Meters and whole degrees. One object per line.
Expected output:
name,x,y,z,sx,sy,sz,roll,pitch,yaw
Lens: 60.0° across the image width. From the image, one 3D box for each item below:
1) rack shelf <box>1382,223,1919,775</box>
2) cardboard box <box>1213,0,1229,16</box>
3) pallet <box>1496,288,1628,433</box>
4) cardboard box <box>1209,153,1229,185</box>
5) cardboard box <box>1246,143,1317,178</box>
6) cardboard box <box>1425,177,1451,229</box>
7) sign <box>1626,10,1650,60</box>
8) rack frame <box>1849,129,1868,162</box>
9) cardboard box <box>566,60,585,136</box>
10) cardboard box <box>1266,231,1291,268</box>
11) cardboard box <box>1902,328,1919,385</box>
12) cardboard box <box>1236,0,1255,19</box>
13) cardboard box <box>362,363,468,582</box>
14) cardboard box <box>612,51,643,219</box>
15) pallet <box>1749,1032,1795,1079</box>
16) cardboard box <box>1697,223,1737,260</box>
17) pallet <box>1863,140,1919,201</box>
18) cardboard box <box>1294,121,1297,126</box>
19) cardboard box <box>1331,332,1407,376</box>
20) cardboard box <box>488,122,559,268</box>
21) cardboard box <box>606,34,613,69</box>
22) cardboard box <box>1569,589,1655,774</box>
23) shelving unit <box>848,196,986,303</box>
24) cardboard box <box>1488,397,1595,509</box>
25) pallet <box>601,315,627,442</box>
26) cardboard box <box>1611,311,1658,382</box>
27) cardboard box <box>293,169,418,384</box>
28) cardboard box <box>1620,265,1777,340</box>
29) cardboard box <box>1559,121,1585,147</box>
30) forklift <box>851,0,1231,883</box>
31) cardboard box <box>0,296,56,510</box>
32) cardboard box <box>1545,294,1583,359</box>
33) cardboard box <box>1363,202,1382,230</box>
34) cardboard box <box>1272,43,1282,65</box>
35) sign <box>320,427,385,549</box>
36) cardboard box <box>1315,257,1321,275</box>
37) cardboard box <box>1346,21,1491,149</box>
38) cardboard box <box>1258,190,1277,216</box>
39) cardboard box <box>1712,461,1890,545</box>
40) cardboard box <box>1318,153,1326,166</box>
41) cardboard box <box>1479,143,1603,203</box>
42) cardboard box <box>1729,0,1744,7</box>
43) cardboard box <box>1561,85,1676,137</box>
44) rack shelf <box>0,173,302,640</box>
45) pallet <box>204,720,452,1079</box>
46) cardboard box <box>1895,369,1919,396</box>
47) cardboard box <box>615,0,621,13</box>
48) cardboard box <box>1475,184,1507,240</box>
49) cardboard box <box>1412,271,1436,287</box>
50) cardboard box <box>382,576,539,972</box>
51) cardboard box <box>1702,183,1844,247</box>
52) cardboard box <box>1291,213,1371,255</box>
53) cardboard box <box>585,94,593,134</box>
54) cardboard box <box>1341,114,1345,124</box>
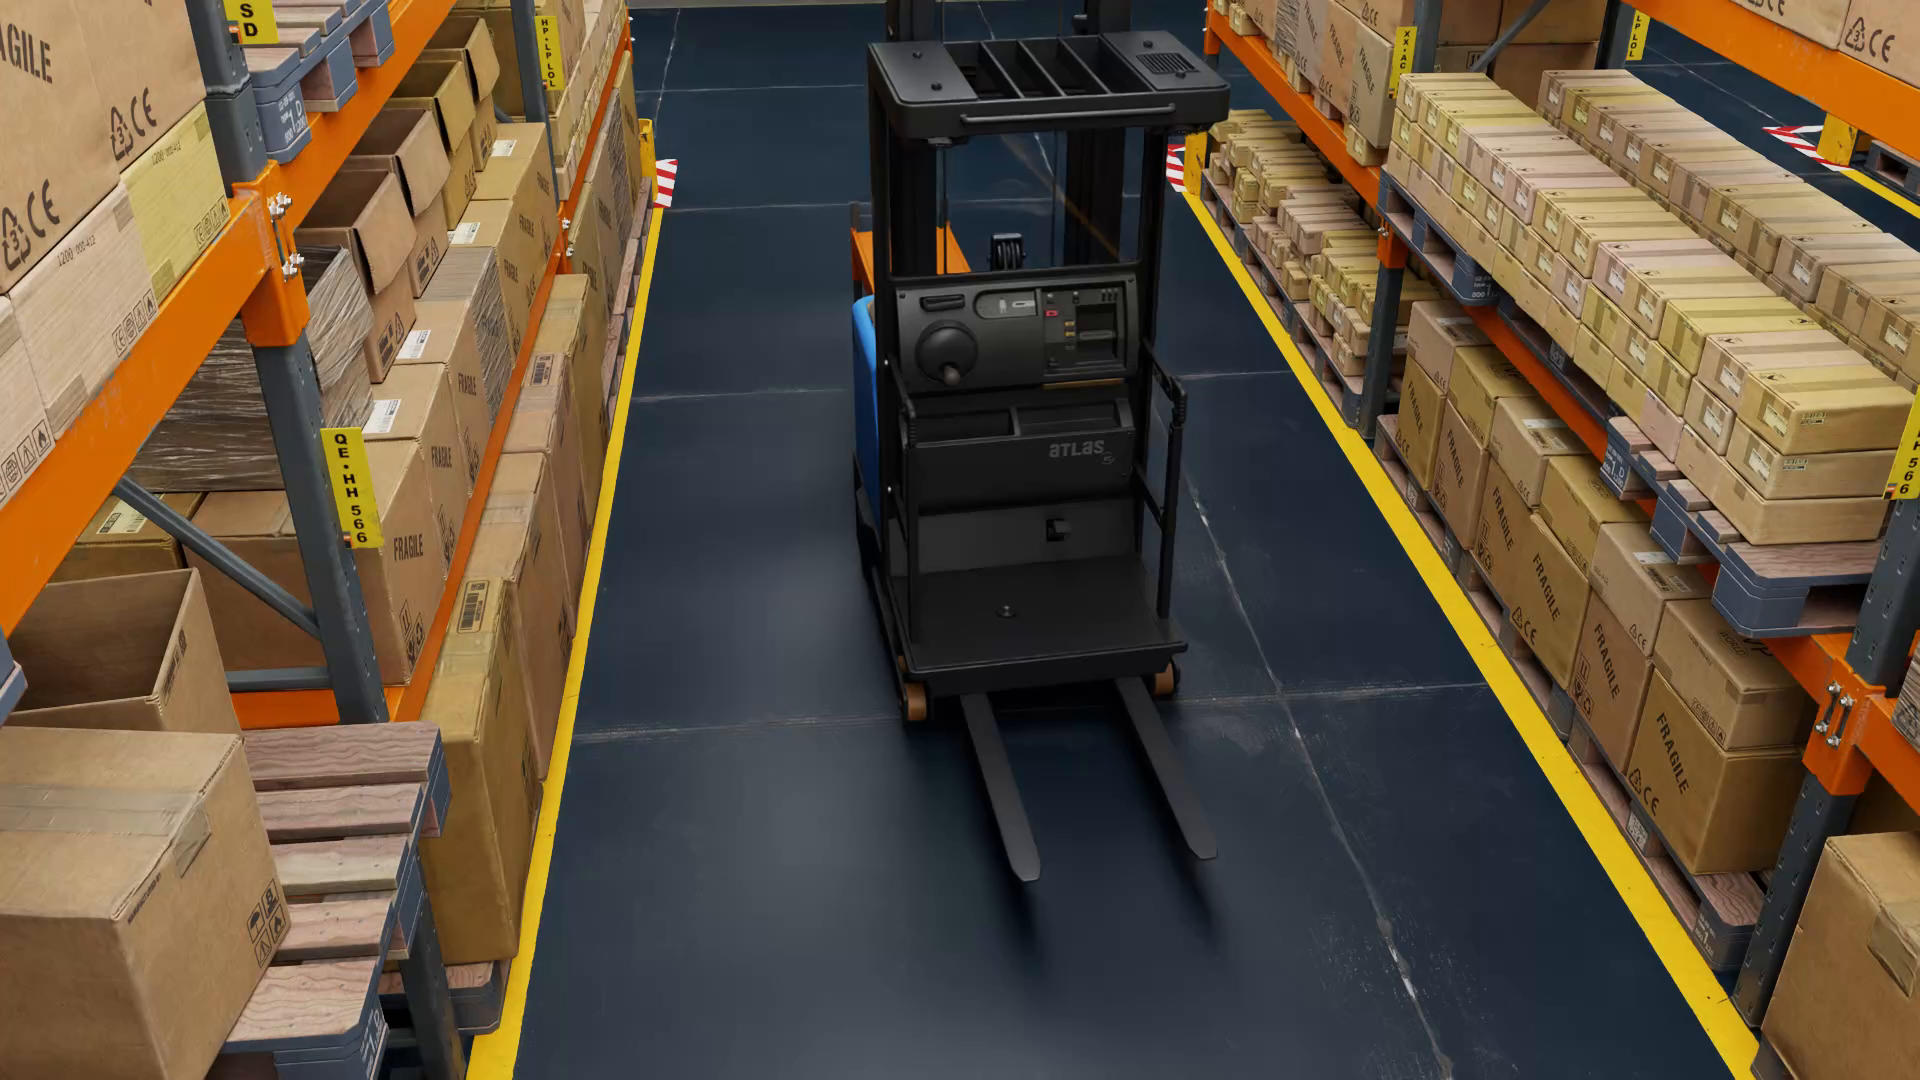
rack shelf,2.767,-0.526,6.407,1.077,0.370,4.000,-3,31,-5
cardboard box,1.911,-3.609,11.112,0.380,0.149,0.250,-3,31,-5
pallet,2.728,-0.740,6.251,1.003,0.211,1.213,-3,31,-5
cardboard box,1.937,-2.572,11.501,0.380,0.149,0.250,-2,31,-4
cardboard box,2.065,-2.434,10.689,0.380,0.149,0.250,-4,31,-7
cardboard box,2.211,-1.436,7.064,0.380,0.149,0.250,-3,31,-4
sign,3.133,-2.381,7.682,0.100,0.325,0.005,-3,31,-5
rack frame,7.126,-4.187,11.834,1.000,3.000,0.127,-3,31,-5
cardboard box,-2.192,-2.240,8.431,0.500,0.250,0.500,-3,31,-5
cardboard box,2.095,-1.782,10.179,0.380,0.149,0.250,-3,31,-5
cardboard box,3.076,-0.524,4.957,0.380,0.149,0.250,-4,31,-6
cardboard box,2.049,-3.554,10.388,0.500,0.500,0.500,-3,31,-4
cardboard box,-1.818,-0.195,5.054,0.500,0.500,0.500,-4,31,-6
cardboard box,-2.602,-2.657,10.936,0.875,0.875,0.875,-3,31,-5
pallet,2.953,1.790,4.548,1.003,0.211,1.213,-3,31,-5
cardboard box,2.958,-1.065,6.153,0.380,0.149,0.250,-2,31,-3
pallet,7.278,-2.585,11.872,1.003,0.211,1.213,-3,31,-5
cardboard box,2.509,-2.852,11.389,0.380,0.149,0.250,-2,31,-4
cardboard box,2.205,-0.996,8.863,0.380,0.149,0.250,-2,31,-4
cardboard box,-2.052,-1.487,7.217,0.500,0.500,0.500,-3,31,-4
cardboard box,-2.283,-2.917,9.953,0.380,0.149,0.250,-3,31,-6
cardboard box,2.588,0.491,6.032,0.500,0.500,0.500,-2,31,-3
shelving unit,-0.218,-0.993,8.315,0.538,1.125,1.048,-5,31,-9
cardboard box,2.482,-0.363,6.729,0.500,0.250,0.500,-2,31,-3
pallet,-2.360,-0.865,8.992,1.003,0.211,1.213,-3,31,-5
cardboard box,2.378,-0.642,5.445,0.380,0.149,0.250,-3,31,-4
cardboard box,-2.104,-0.808,5.102,0.797,0.503,0.637,-2,31,-3
cardboard box,2.378,-0.768,5.366,0.380,0.149,0.250,-2,31,-3
cardboard box,2.840,-1.728,7.263,0.380,0.149,0.250,-3,31,-4
forklift,0.263,-0.743,6.135,1.130,2.935,3.031,-5,31,-9
cardboard box,-1.601,-0.111,2.231,0.500,0.250,0.500,-2,31,-3
cardboard box,2.336,-0.771,5.951,0.380,0.149,0.250,-2,31,-3
cardboard box,2.618,-1.925,9.837,0.380,0.149,0.250,-4,31,-7
cardboard box,2.104,-2.948,10.006,0.380,0.149,0.250,-3,31,-6
sign,-1.454,-0.121,3.976,0.100,0.325,0.005,-3,31,-5
cardboard box,2.229,-1.492,9.403,0.380,0.149,0.250,-2,31,-4
cardboard box,2.254,-2.260,8.221,0.500,0.500,0.500,-3,31,-5
cardboard box,2.116,-2.172,10.542,0.380,0.149,0.250,-4,31,-7
cardboard box,2.451,-0.116,4.854,0.380,0.149,0.250,-2,31,-4
cardboard box,2.591,-2.461,11.026,0.380,0.149,0.250,-4,31,-7
cardboard box,2.258,-1.429,6.473,0.380,0.149,0.250,-3,31,-5
cardboard box,2.546,-1.934,5.040,0.500,0.500,0.500,-3,31,-5
cardboard box,2.838,-1.851,7.179,0.380,0.149,0.250,-4,31,-6
rack shelf,-1.807,0.415,1.907,1.077,0.370,4.000,-3,31,-5
pallet,-1.821,0.814,3.650,1.213,0.211,1.003,-3,31,-5
cardboard box,3.082,-0.408,5.054,0.380,0.149,0.250,-1,31,-2
cardboard box,-2.431,-3.541,10.609,0.500,0.250,0.500,-3,31,-5
cardboard box,2.262,-1.298,6.544,0.380,0.149,0.250,-2,31,-3
cardboard box,2.694,-1.388,9.229,0.380,0.149,0.250,-3,31,-5
cardboard box,-2.037,0.751,5.230,1.225,0.875,0.875,-4,31,-7
cardboard box,2.960,-1.185,6.064,0.380,0.149,0.250,-3,31,-5
cardboard box,2.131,-1.762,9.565,0.380,0.149,0.250,-4,31,-7
cardboard box,-2.164,-2.262,8.857,0.380,0.149,0.250,-3,31,-5
cardboard box,2.267,-2.283,8.892,0.380,0.149,0.250,-4,31,-6
